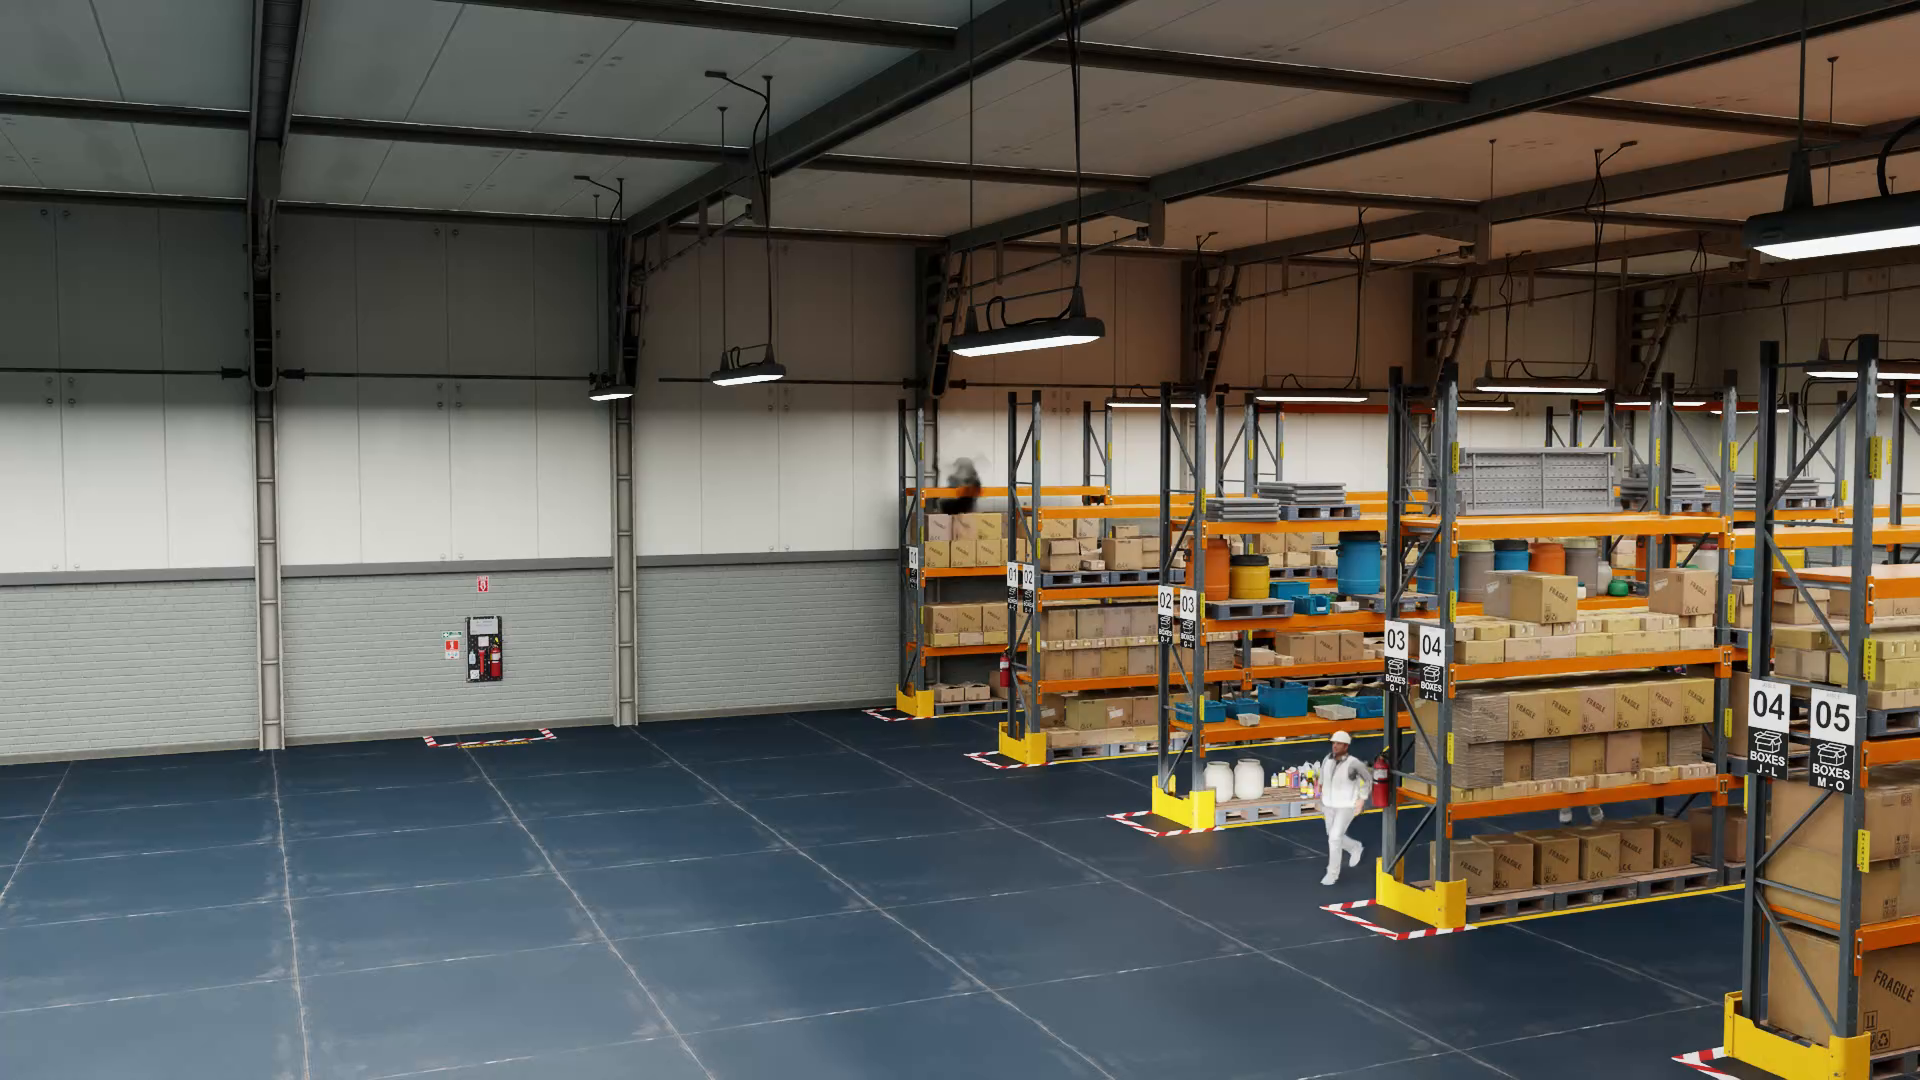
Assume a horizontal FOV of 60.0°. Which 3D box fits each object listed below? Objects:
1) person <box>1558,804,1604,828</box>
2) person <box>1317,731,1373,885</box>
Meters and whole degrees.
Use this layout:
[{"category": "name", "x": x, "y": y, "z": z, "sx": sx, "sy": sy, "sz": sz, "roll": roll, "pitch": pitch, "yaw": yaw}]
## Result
[{"category": "person", "x": 7.909, "y": 3.021, "z": 21.218, "sx": 0.876, "sy": 1.844, "sz": 0.642, "roll": -2, "pitch": 4, "yaw": -33}, {"category": "person", "x": 4.529, "y": 3.141, "z": 19.718, "sx": 0.829, "sy": 1.772, "sz": 0.698, "roll": -3, "pitch": 4, "yaw": -37}]
